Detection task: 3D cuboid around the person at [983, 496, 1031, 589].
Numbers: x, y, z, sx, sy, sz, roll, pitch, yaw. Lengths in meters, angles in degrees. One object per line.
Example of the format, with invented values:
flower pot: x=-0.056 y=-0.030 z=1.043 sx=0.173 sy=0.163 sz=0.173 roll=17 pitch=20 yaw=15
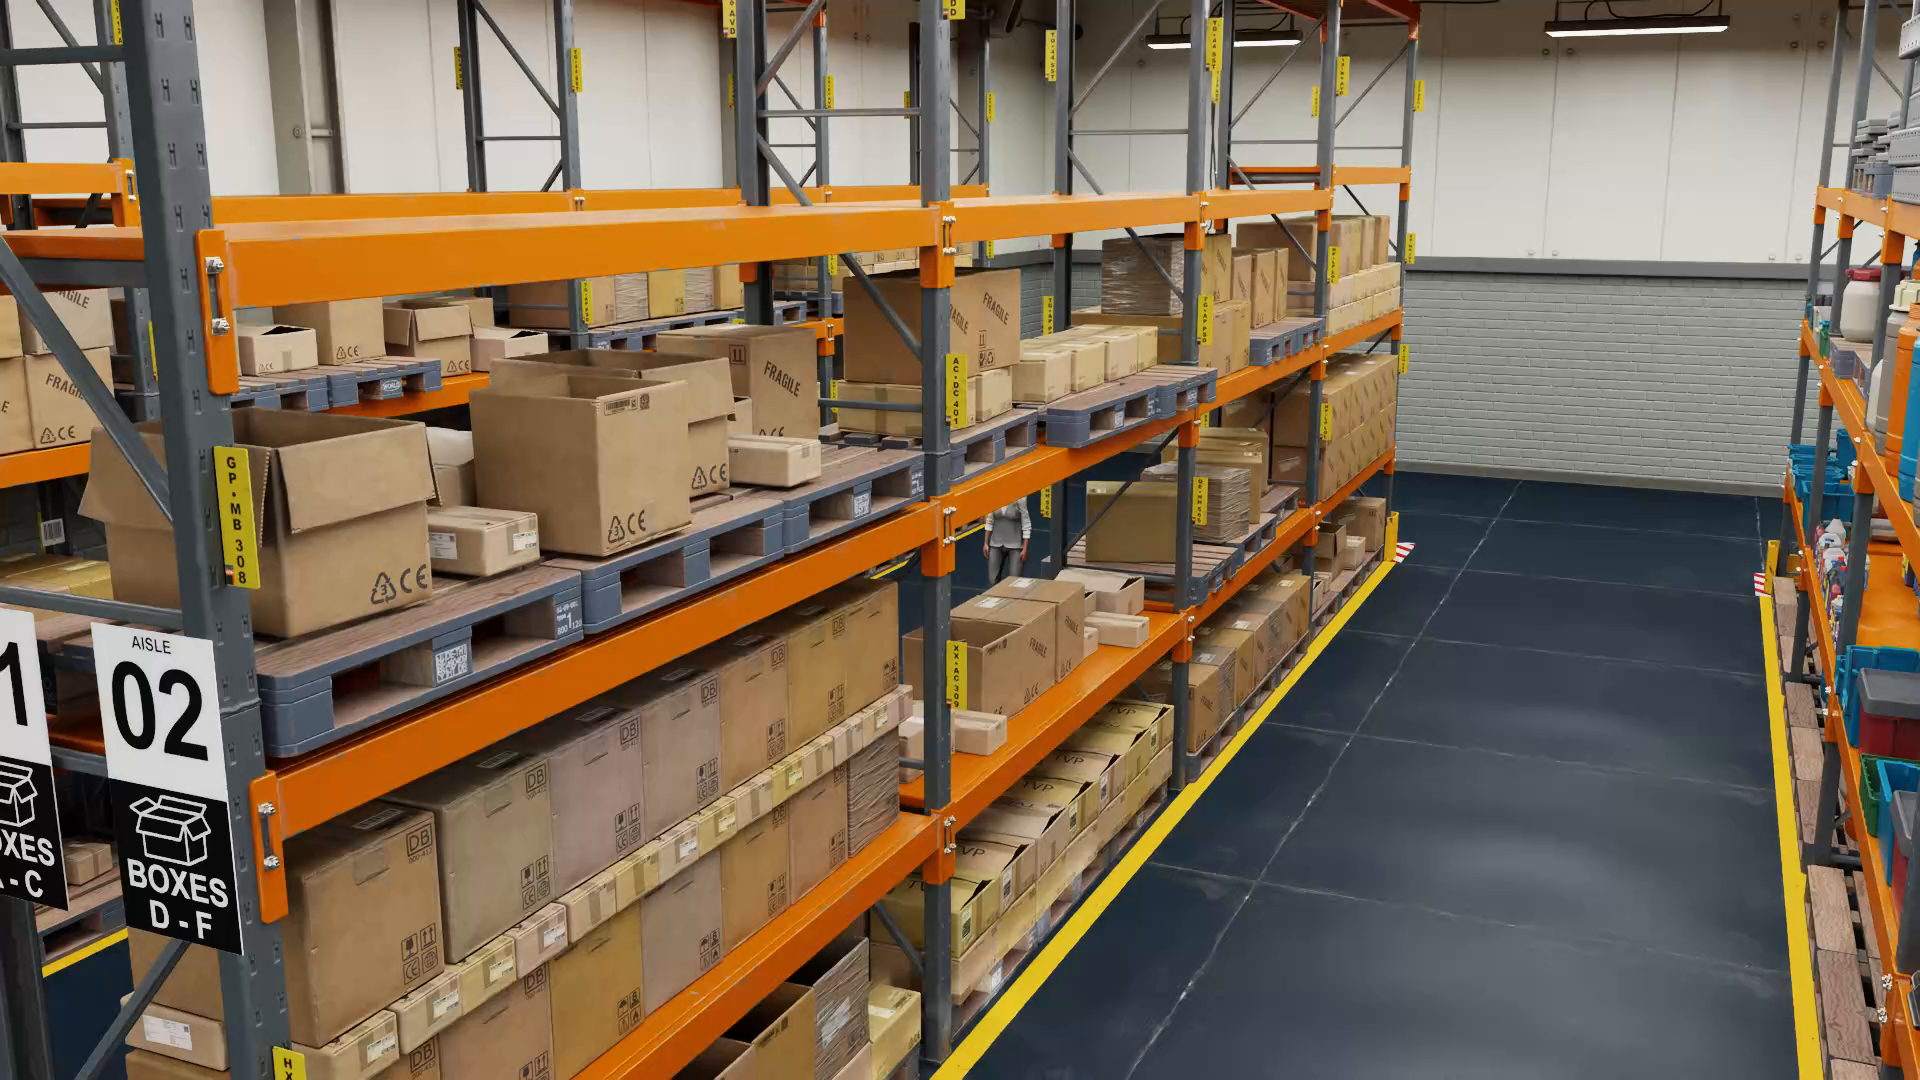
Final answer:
person: x=0.442 y=0.085 z=15.610 sx=0.460 sy=1.593 sz=0.346 roll=6 pitch=14 yaw=24
